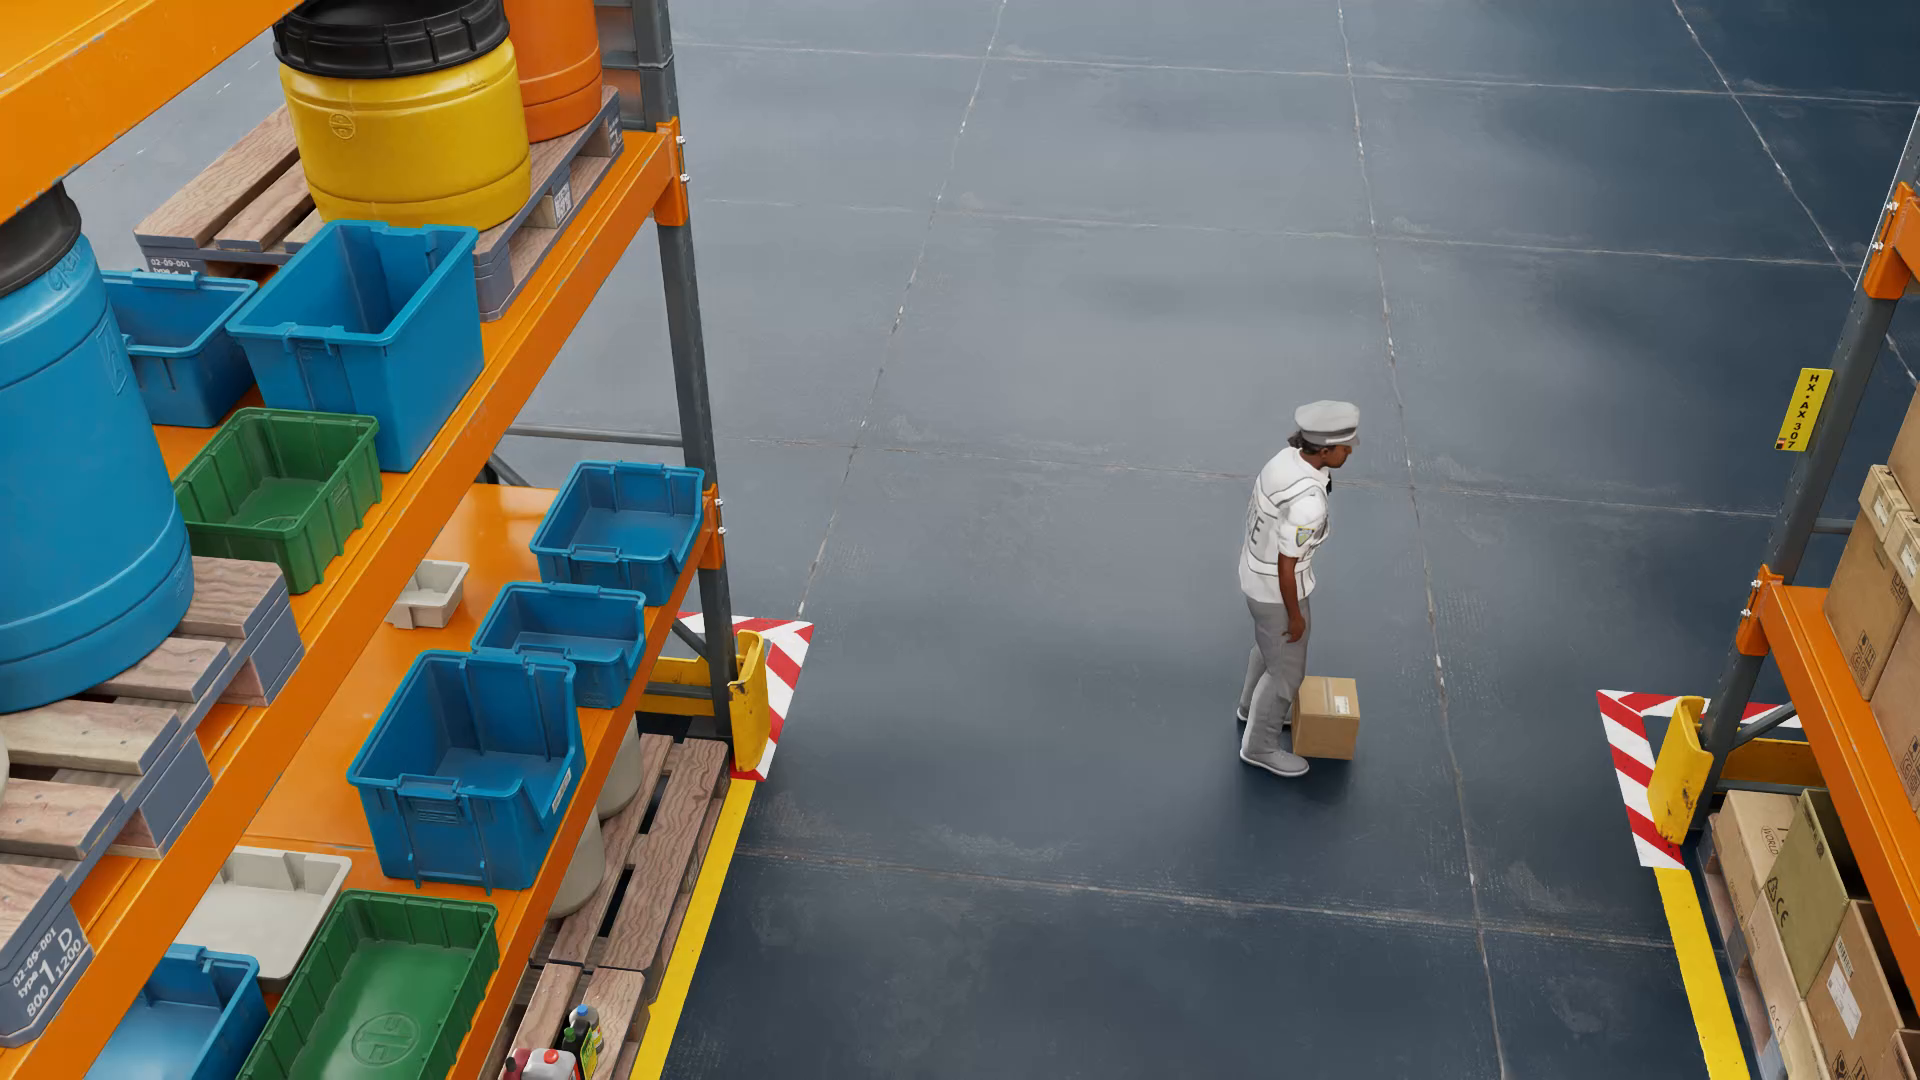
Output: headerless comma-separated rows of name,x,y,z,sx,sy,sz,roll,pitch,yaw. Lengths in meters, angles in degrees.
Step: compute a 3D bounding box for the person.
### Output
person,1.337,0.190,6.783,0.397,1.655,0.515,3,36,4
